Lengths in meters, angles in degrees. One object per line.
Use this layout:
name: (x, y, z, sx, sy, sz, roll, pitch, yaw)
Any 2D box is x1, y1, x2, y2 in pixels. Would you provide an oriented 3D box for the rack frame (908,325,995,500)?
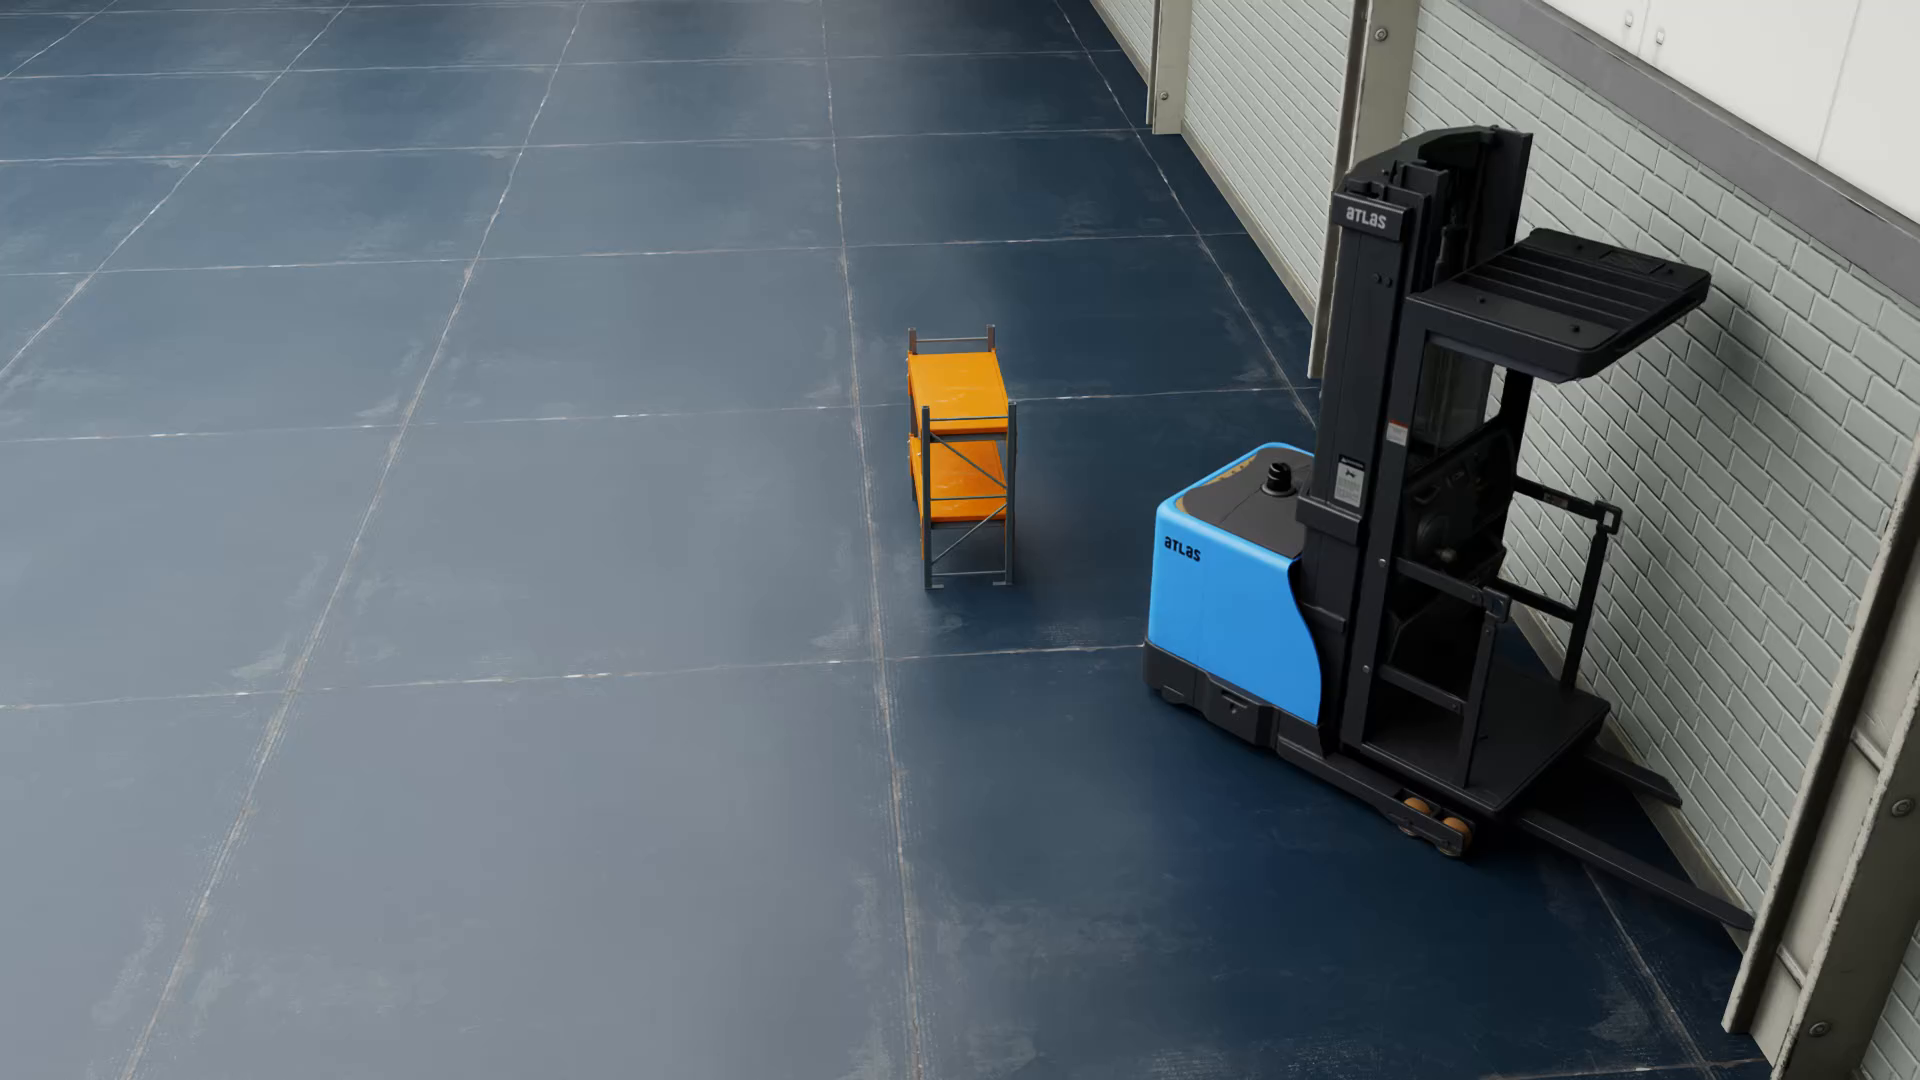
rack frame: (-0.048, -0.746, 9.902, 0.500, 1.125, 0.032, -3, 31, -5)

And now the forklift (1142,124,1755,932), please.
forklift: (2.334, -0.156, 7.154, 3.031, 2.935, 1.130, 26, 40, 37)

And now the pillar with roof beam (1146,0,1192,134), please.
pillar with roof beam: (-2.234, -7.787, 14.011, 9.100, 9.000, 0.400, -3, 31, -5)

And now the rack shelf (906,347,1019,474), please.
rack shelf: (-0.001, -0.738, 9.317, 0.538, 0.278, 1.000, -3, 31, -5)

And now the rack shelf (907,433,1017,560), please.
rack shelf: (-0.001, -0.276, 9.593, 0.538, 0.278, 1.000, -3, 31, -5)

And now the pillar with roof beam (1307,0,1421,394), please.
pillar with roof beam: (-1.673, -4.723, 8.882, 9.100, 9.000, 0.400, -3, 31, -5)

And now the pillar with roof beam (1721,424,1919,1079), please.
pillar with roof beam: (-1.113, -1.660, 3.754, 9.100, 9.000, 0.400, -3, 31, -5)

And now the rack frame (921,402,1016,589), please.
rack frame: (0.047, -0.227, 9.033, 0.500, 1.125, 0.032, -3, 31, -5)

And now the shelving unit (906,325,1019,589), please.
shelving unit: (-0.001, -0.486, 9.467, 0.538, 1.125, 1.048, -3, 31, -5)
